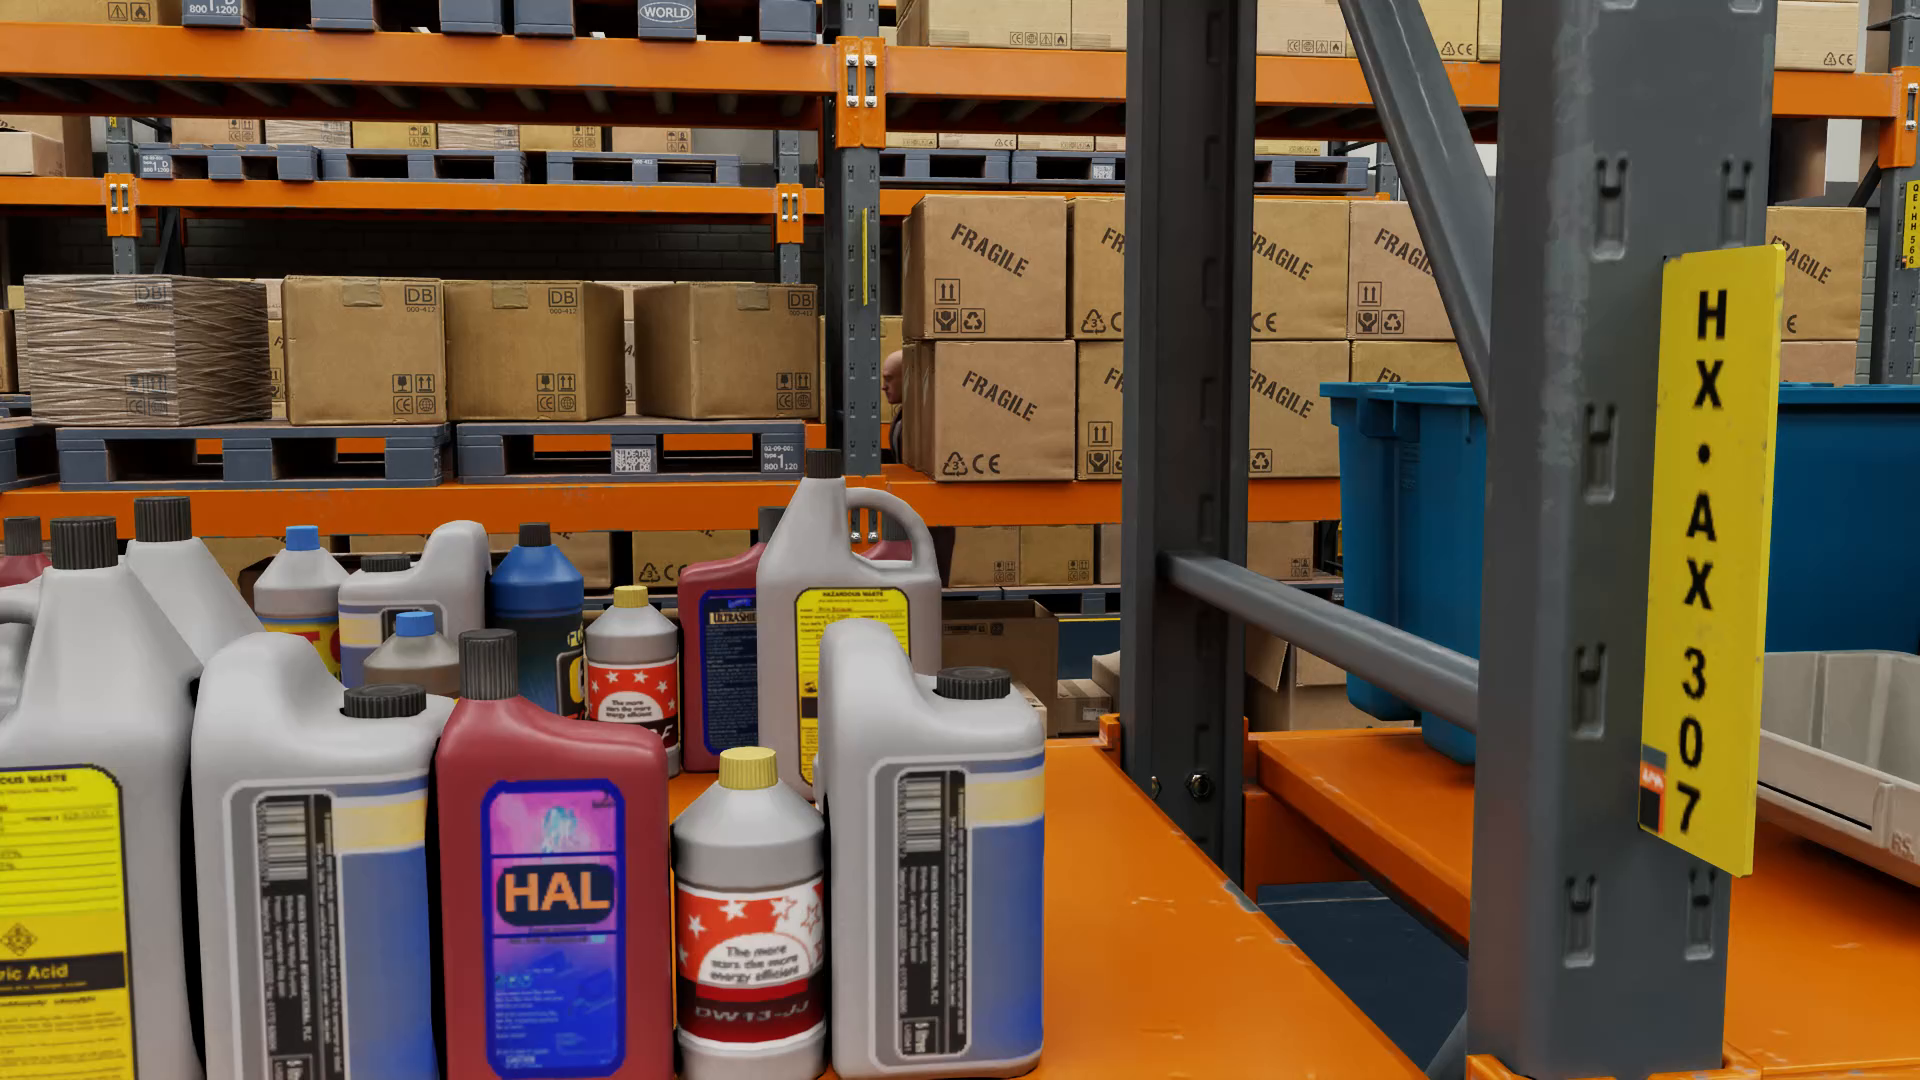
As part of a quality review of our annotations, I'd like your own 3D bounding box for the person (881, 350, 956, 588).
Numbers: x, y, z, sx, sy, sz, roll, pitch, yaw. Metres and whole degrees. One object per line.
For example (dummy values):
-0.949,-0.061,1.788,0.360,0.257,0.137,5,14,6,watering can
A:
-0.221,-0.018,7.942,0.432,1.772,0.641,-2,7,-14,person
